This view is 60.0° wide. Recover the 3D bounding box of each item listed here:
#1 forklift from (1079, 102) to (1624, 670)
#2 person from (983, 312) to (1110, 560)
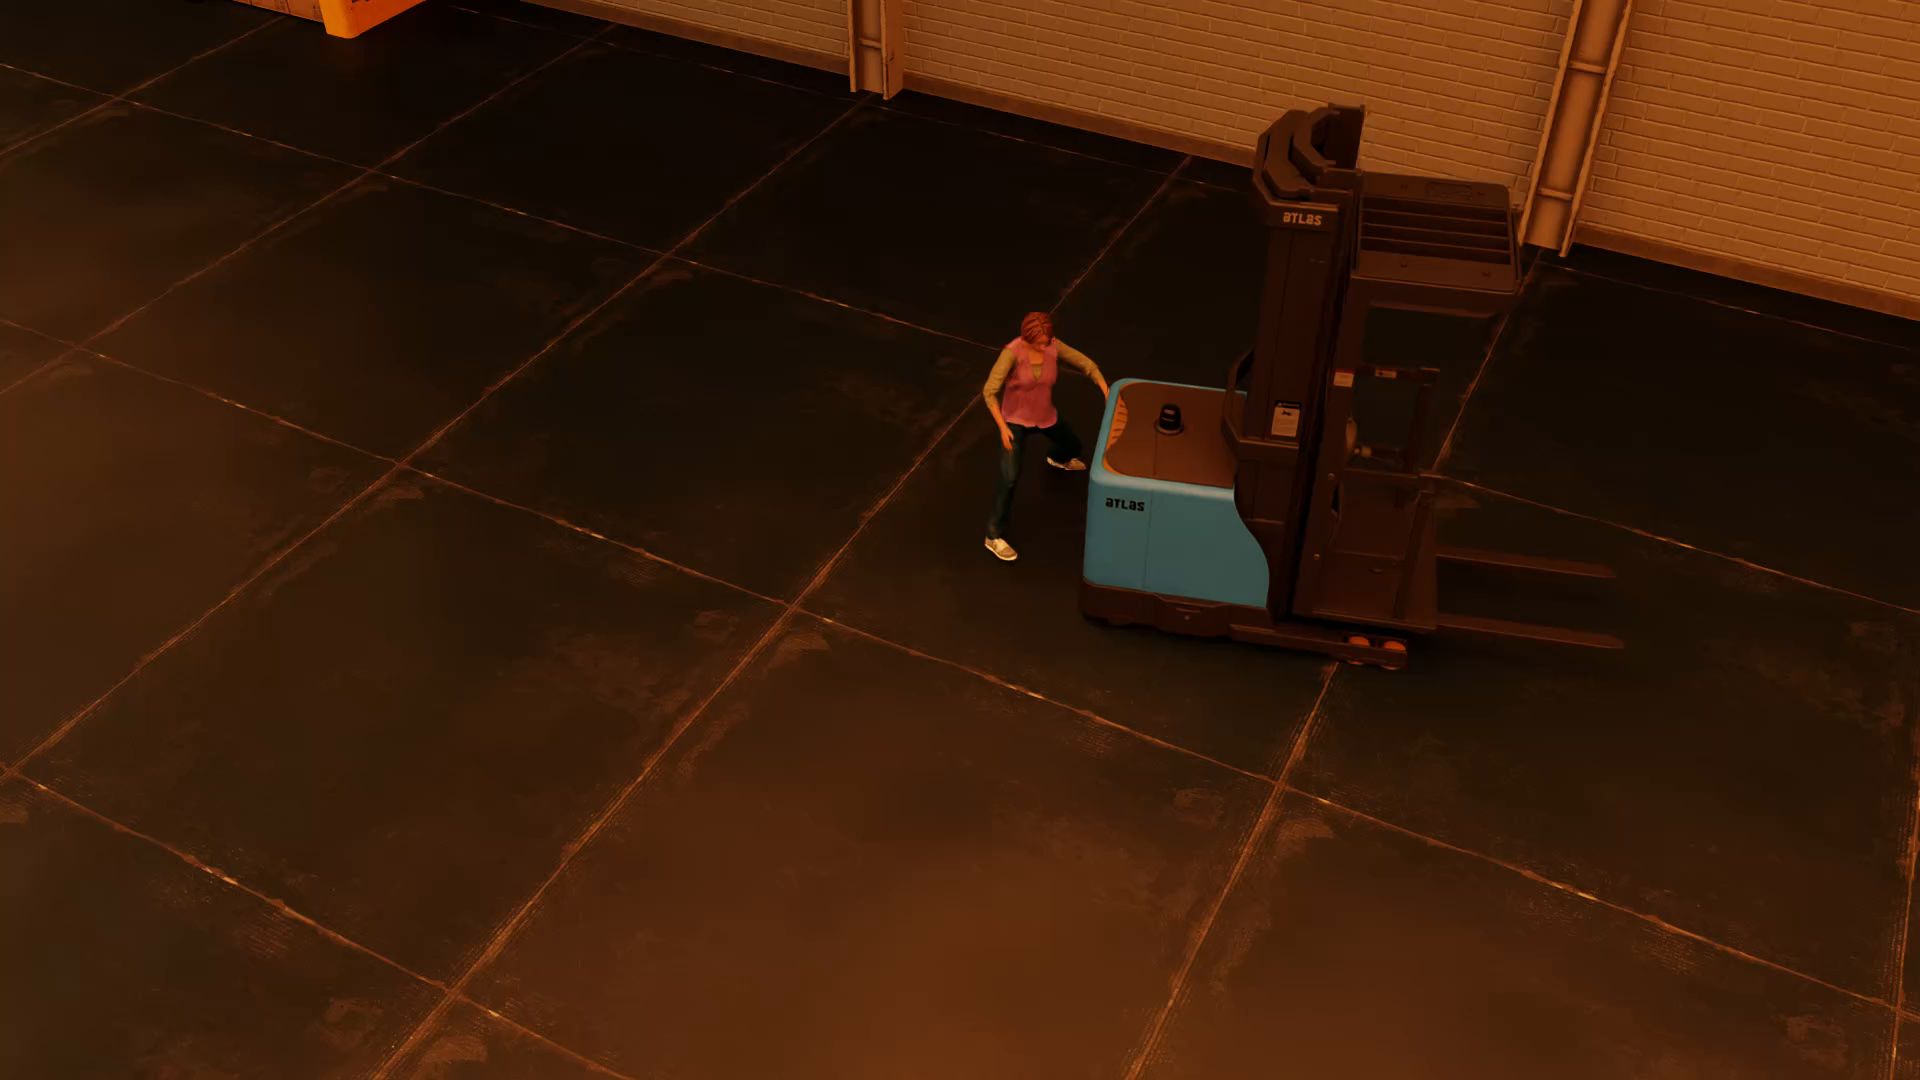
[{"bbox_3d":[2.263,-0.763,8.892,3.031,2.935,1.130,8,41,9],"label":"forklift"},{"bbox_3d":[0.499,-0.717,10.044,0.925,1.436,0.874,-14,42,-16],"label":"person"}]
